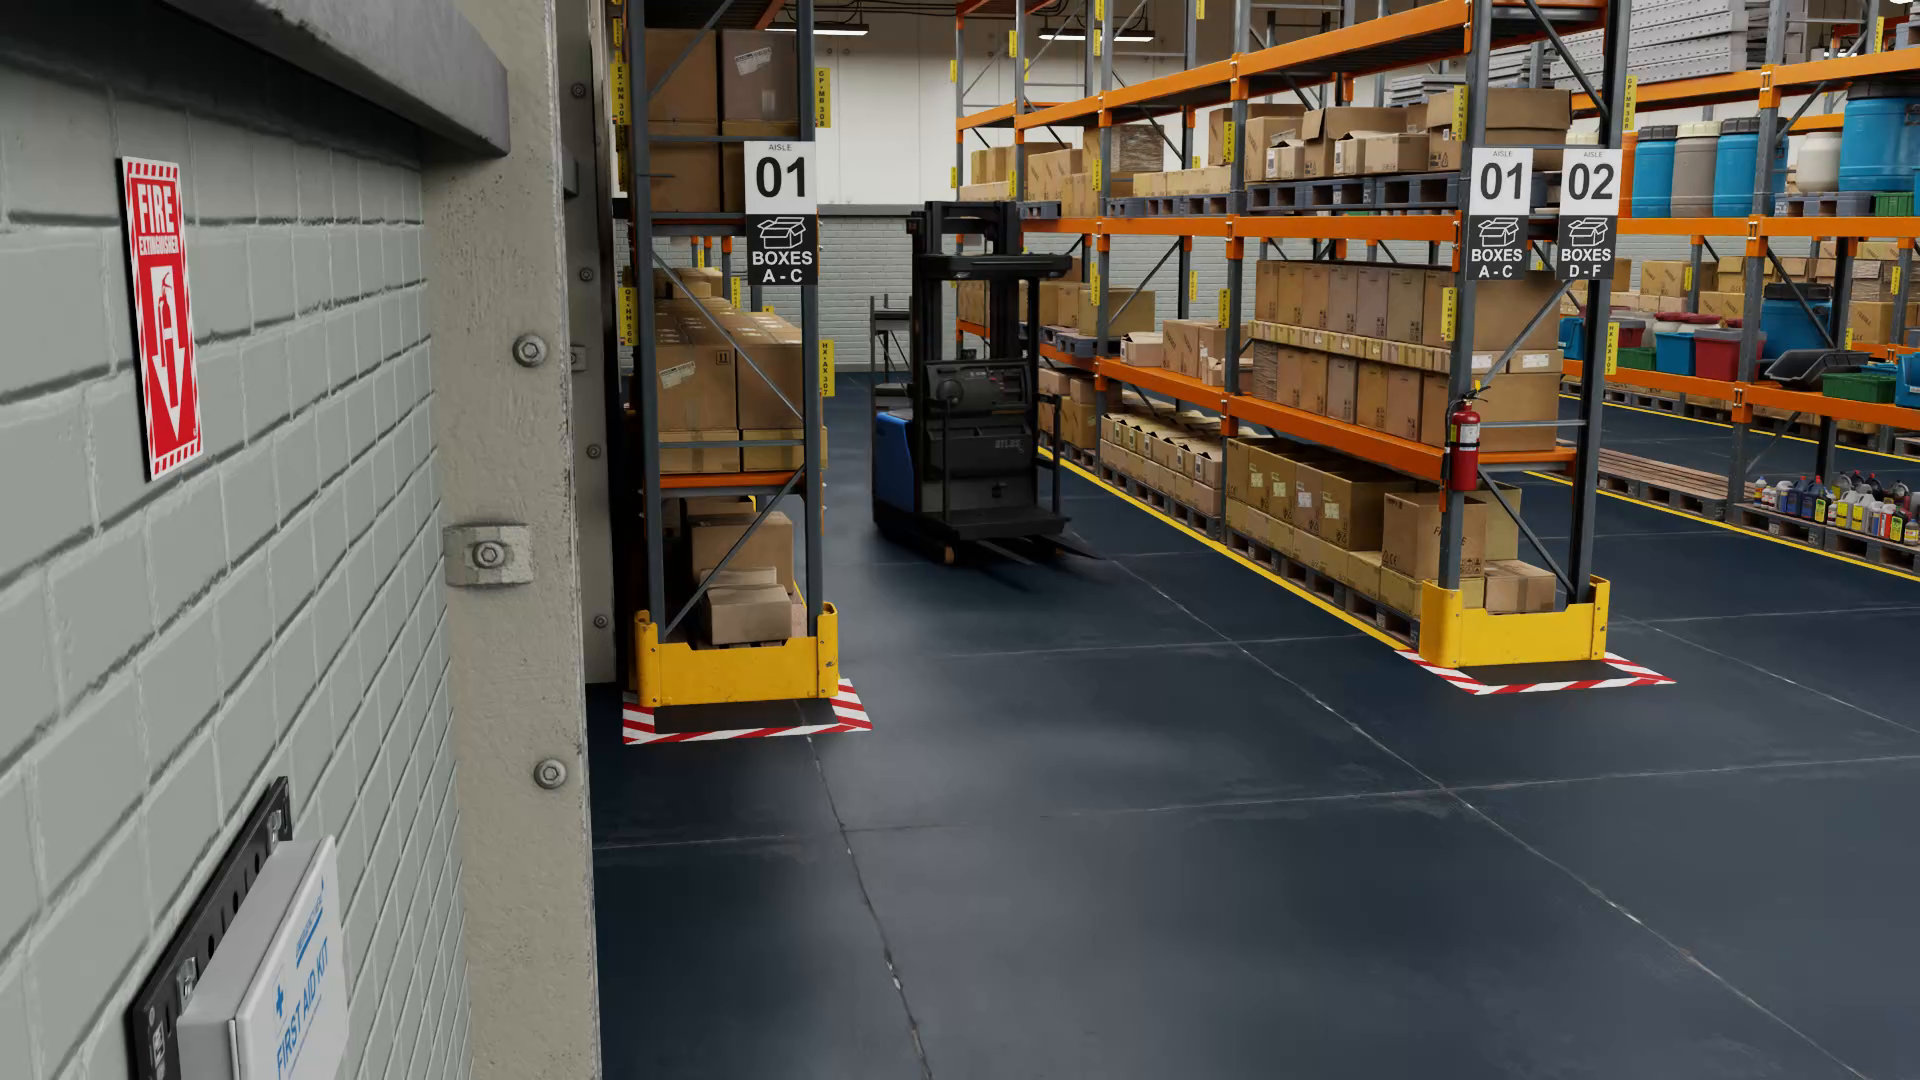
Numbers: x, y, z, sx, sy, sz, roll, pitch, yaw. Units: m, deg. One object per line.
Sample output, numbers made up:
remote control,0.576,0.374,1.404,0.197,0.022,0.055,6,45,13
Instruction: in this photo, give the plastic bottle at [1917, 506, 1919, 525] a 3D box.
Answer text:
plastic bottle,8.222,-0.226,14.167,0.097,0.201,0.097,0,11,0

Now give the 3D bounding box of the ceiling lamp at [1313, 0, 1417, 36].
ceiling lamp,7.250,-10.236,28.798,2.000,3.185,0.800,-2,11,-11

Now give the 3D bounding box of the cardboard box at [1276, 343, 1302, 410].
cardboard box,2.978,-1.329,13.388,0.700,0.500,0.500,-2,11,-12

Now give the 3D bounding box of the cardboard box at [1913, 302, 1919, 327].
cardboard box,11.889,-2.699,20.585,0.500,0.500,0.500,-2,11,-9

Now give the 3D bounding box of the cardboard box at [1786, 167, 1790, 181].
cardboard box,11.061,-4.907,23.043,0.700,0.500,0.500,-2,11,-10

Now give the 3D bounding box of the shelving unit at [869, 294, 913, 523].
shelving unit,-0.569,-1.234,15.563,0.431,2.100,0.503,2,11,12

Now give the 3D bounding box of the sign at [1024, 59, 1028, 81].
sign,0.991,-7.158,25.317,0.100,0.325,0.005,-2,11,-11

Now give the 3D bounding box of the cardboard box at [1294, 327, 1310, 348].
cardboard box,2.839,-1.581,12.981,0.380,0.149,0.250,-2,11,-13

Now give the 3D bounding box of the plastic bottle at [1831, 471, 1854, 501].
plastic bottle,7.903,-0.439,14.887,0.144,0.351,0.185,-2,11,-11

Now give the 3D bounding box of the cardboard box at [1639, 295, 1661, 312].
cardboard box,10.492,-3.523,24.789,0.500,0.250,0.500,-2,11,-9

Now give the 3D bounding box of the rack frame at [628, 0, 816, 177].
rack frame,-1.304,-3.490,8.965,1.000,3.000,0.127,-2,11,-11

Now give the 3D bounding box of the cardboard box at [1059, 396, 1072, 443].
cardboard box,1.486,-1.437,19.733,0.500,0.500,0.500,-3,11,-13

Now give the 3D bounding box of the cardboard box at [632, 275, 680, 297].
cardboard box,-3.202,-2.657,17.514,0.500,0.250,0.500,-2,11,-9

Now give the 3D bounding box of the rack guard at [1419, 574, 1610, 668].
rack guard,3.559,0.509,10.687,1.175,0.500,0.348,-2,11,-11

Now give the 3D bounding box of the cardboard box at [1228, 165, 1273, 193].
cardboard box,2.666,-3.177,14.621,0.500,0.250,0.500,-1,11,-5

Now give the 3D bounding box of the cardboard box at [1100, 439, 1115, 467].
cardboard box,1.812,-0.940,17.842,0.500,0.250,0.500,-2,11,-11

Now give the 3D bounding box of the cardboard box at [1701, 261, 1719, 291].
cardboard box,11.096,-3.822,24.355,0.500,0.500,0.500,-2,11,-11

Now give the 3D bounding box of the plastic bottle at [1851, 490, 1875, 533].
plastic bottle,7.542,-0.242,13.852,0.144,0.351,0.185,-2,11,-9

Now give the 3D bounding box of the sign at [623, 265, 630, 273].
sign,-4.961,-3.922,24.755,0.100,0.325,0.005,-2,11,-11

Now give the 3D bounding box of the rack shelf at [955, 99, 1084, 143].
rack shelf,0.832,-5.883,23.474,1.077,0.370,4.000,-2,11,-11

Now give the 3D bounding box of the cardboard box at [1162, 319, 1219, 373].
cardboard box,2.341,-1.933,16.562,0.500,0.500,0.500,-3,11,-14

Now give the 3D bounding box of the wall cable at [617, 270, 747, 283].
wall cable,-5.165,-5.949,30.192,3.097,2.526,0.112,-2,11,-11

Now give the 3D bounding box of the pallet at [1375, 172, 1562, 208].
pallet,3.442,-2.284,10.890,1.003,0.211,1.213,-2,11,-11

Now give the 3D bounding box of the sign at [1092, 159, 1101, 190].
sign,1.466,-3.899,17.755,0.100,0.325,0.005,-2,11,-11

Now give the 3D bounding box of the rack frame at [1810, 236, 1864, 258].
rack frame,15.045,-4.180,28.634,1.000,3.000,0.127,-2,11,-11

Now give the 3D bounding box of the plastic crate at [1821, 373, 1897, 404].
plastic crate,7.623,-1.273,13.931,0.450,0.188,0.662,-2,11,-11

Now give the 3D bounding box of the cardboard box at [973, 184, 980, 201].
cardboard box,0.481,-5.017,24.072,0.500,0.250,0.500,-2,11,-11

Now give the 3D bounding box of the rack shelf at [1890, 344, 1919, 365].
rack shelf,12.105,-1.830,18.214,1.077,0.370,4.000,-2,11,-11

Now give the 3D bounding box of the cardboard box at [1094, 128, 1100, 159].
cardboard box,1.821,-4.379,18.715,0.500,0.500,0.500,-2,11,-11

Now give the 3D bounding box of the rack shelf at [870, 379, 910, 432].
rack shelf,-0.569,-1.220,15.565,0.431,0.518,0.480,2,11,12

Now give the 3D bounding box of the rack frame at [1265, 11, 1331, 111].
rack frame,5.302,-6.785,26.276,1.000,3.000,0.127,-2,11,-11

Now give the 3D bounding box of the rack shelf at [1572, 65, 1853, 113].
rack shelf,7.247,-4.401,16.745,1.077,0.370,4.000,-2,11,-11

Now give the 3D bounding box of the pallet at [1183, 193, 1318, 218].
pallet,2.592,-2.998,14.916,0.805,0.209,1.217,-3,11,-13

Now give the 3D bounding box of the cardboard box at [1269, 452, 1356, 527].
cardboard box,2.754,-0.401,13.008,0.500,0.500,0.500,-2,11,-11

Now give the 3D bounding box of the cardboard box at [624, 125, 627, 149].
cardboard box,-2.267,-3.200,12.469,0.500,0.500,0.500,-2,11,-10

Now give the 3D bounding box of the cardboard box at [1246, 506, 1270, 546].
cardboard box,2.662,-0.125,13.561,0.500,0.250,0.500,-2,11,-11

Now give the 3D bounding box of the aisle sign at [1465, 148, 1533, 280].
aisle sign,3.279,-1.978,10.114,0.394,0.787,0.004,-2,11,-11

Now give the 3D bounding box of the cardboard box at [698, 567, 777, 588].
cardboard box,-1.461,0.327,10.970,0.500,0.311,0.500,-1,11,-6

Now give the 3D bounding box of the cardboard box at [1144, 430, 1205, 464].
cardboard box,2.120,-0.931,16.298,0.500,0.311,0.500,-2,11,-12

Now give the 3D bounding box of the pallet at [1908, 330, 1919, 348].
pallet,11.960,-2.329,19.426,1.213,0.211,1.003,-2,11,-11

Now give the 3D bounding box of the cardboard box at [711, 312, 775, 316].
cardboard box,-1.687,-1.506,12.926,0.500,0.500,0.500,-2,11,-11

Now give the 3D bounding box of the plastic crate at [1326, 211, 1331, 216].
plastic crate,5.459,-4.667,23.880,0.293,0.136,0.466,-2,11,-11

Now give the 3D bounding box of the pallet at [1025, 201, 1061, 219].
pallet,1.483,-3.994,20.136,1.213,0.211,1.003,-2,11,-11

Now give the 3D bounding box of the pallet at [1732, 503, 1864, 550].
pallet,7.726,-0.142,14.879,1.003,0.211,1.213,-2,11,-11

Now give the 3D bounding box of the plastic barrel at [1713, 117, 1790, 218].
plastic barrel,7.324,-3.442,15.395,0.600,0.901,0.708,-2,11,-11

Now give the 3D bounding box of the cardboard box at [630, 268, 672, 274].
cardboard box,-3.804,-3.223,20.487,0.500,0.250,0.500,-2,11,-9

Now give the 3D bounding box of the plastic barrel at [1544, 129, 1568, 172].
plastic barrel,6.751,-4.365,19.316,0.600,0.830,0.708,-2,11,-11

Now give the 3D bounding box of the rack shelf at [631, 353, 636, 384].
rack shelf,-3.249,-2.024,19.230,1.077,0.370,4.000,-2,11,-11

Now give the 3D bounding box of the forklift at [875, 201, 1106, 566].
forklift,0.246,-1.320,13.792,1.130,2.935,3.031,-4,12,-22

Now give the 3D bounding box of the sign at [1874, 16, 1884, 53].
sign,8.178,-4.499,14.827,0.100,0.325,0.005,-2,11,-11

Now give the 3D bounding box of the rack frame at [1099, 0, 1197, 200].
rack frame,1.999,-5.138,17.624,1.000,3.000,0.127,-2,11,-11

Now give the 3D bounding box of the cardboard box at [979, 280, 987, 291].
cardboard box,0.572,-3.827,23.839,0.500,0.500,0.500,-2,11,-12

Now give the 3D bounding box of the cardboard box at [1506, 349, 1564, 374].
cardboard box,3.689,-1.171,10.826,0.380,0.149,0.250,-2,11,-11
